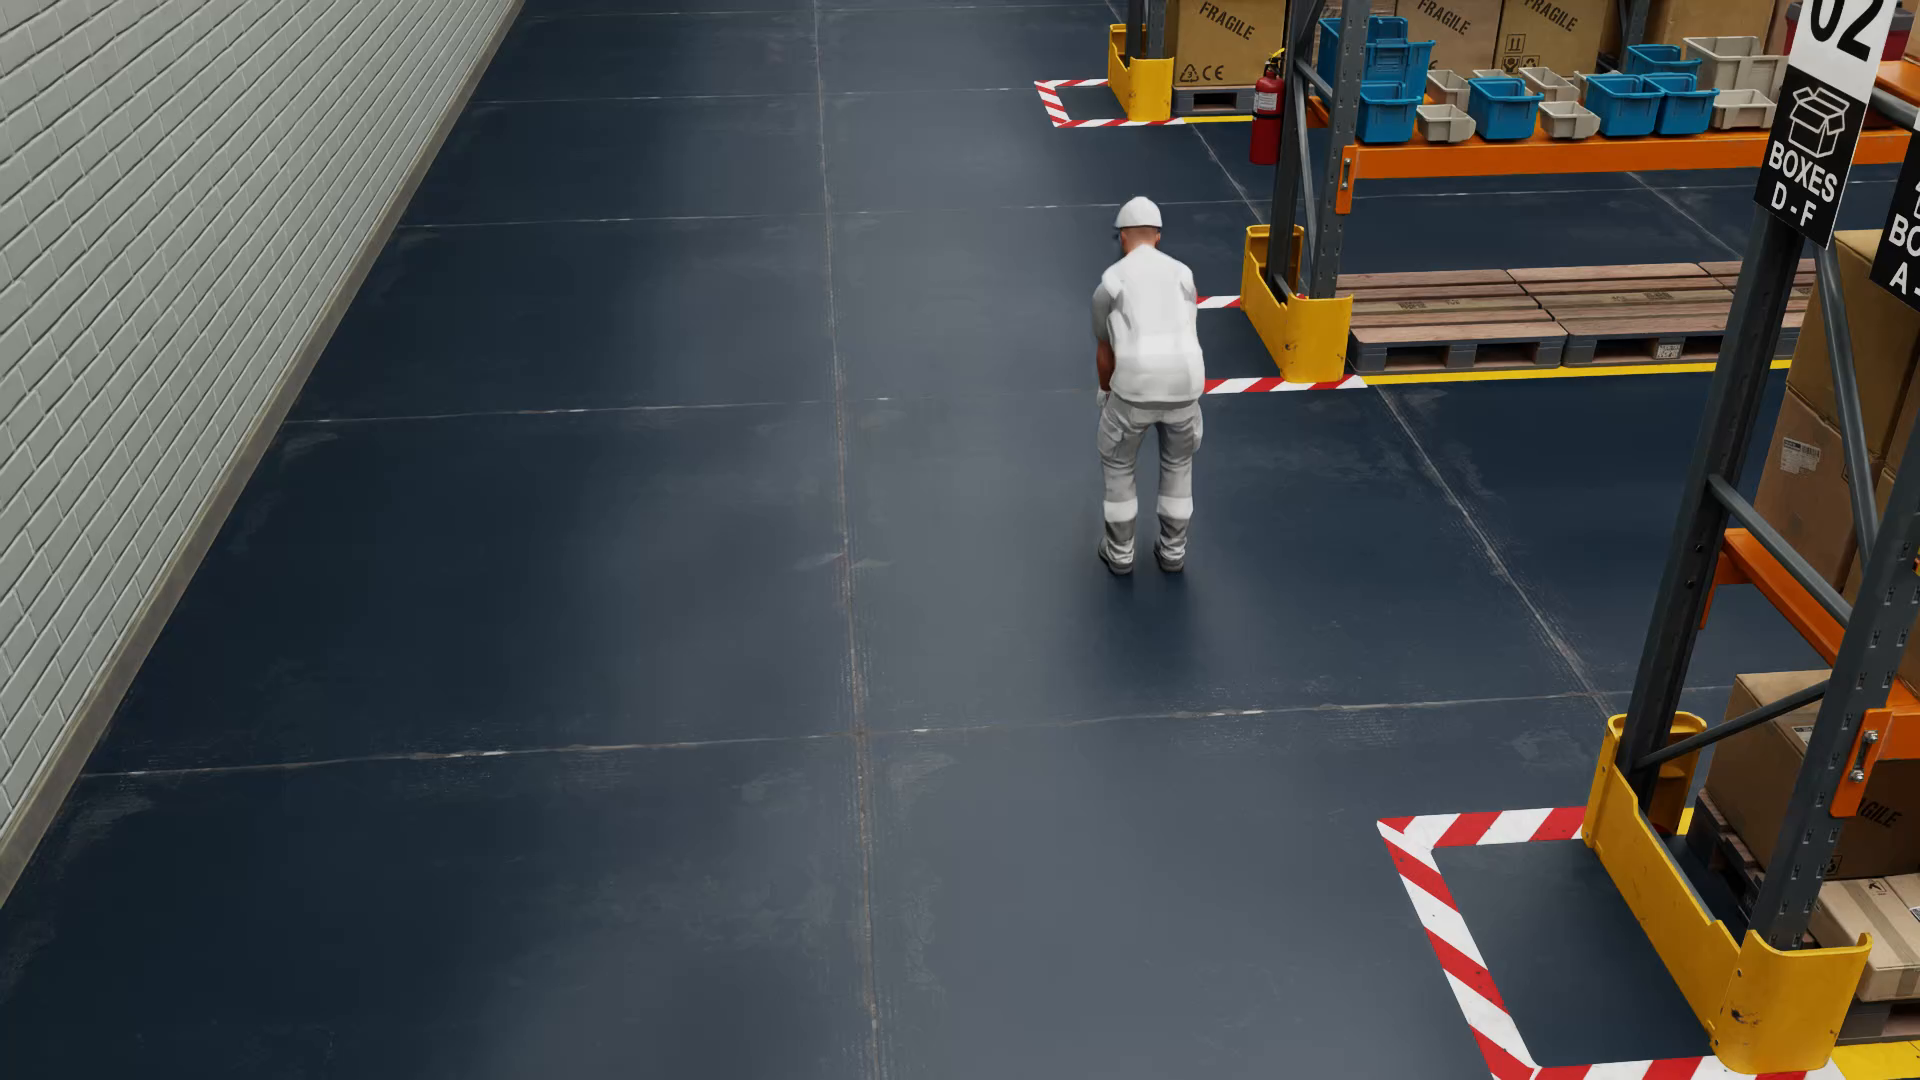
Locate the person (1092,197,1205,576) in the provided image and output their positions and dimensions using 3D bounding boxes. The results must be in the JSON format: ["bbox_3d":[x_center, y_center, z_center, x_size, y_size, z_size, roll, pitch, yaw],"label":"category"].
[{"bbox_3d":[0.819,-0.678,7.424,0.485,1.603,0.770,-3,31,-6],"label":"person"}]
